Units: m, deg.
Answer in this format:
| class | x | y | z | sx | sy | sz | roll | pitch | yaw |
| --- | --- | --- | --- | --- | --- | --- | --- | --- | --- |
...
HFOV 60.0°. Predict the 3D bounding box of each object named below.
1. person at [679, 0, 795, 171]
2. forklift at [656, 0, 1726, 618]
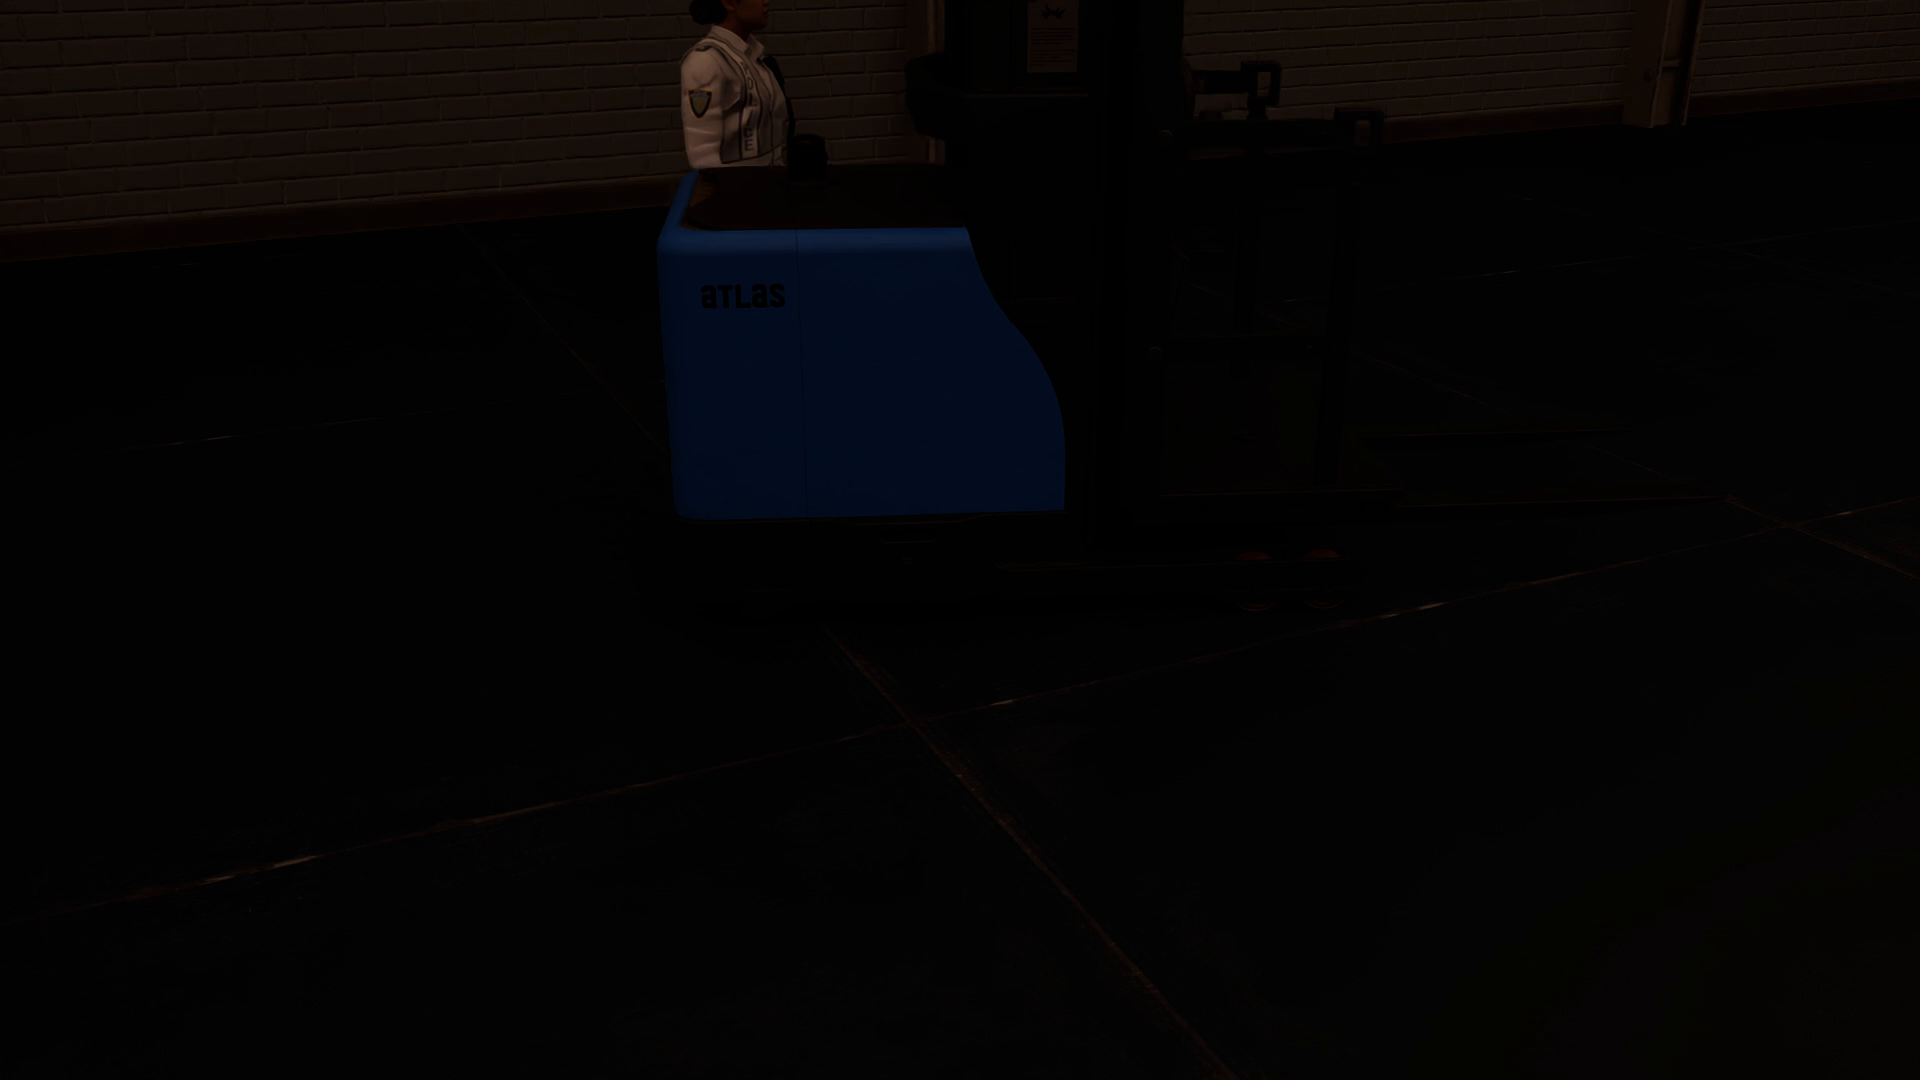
| class | x | y | z | sx | sy | sz | roll | pitch | yaw |
| --- | --- | --- | --- | --- | --- | --- | --- | --- | --- |
| person | -0.620 | -1.037 | 5.387 | 0.507 | 1.697 | 0.587 | 5 | 23 | 11 |
| forklift | 0.692 | -1.355 | 4.547 | 3.031 | 2.935 | 1.130 | -2 | 23 | -4 |
